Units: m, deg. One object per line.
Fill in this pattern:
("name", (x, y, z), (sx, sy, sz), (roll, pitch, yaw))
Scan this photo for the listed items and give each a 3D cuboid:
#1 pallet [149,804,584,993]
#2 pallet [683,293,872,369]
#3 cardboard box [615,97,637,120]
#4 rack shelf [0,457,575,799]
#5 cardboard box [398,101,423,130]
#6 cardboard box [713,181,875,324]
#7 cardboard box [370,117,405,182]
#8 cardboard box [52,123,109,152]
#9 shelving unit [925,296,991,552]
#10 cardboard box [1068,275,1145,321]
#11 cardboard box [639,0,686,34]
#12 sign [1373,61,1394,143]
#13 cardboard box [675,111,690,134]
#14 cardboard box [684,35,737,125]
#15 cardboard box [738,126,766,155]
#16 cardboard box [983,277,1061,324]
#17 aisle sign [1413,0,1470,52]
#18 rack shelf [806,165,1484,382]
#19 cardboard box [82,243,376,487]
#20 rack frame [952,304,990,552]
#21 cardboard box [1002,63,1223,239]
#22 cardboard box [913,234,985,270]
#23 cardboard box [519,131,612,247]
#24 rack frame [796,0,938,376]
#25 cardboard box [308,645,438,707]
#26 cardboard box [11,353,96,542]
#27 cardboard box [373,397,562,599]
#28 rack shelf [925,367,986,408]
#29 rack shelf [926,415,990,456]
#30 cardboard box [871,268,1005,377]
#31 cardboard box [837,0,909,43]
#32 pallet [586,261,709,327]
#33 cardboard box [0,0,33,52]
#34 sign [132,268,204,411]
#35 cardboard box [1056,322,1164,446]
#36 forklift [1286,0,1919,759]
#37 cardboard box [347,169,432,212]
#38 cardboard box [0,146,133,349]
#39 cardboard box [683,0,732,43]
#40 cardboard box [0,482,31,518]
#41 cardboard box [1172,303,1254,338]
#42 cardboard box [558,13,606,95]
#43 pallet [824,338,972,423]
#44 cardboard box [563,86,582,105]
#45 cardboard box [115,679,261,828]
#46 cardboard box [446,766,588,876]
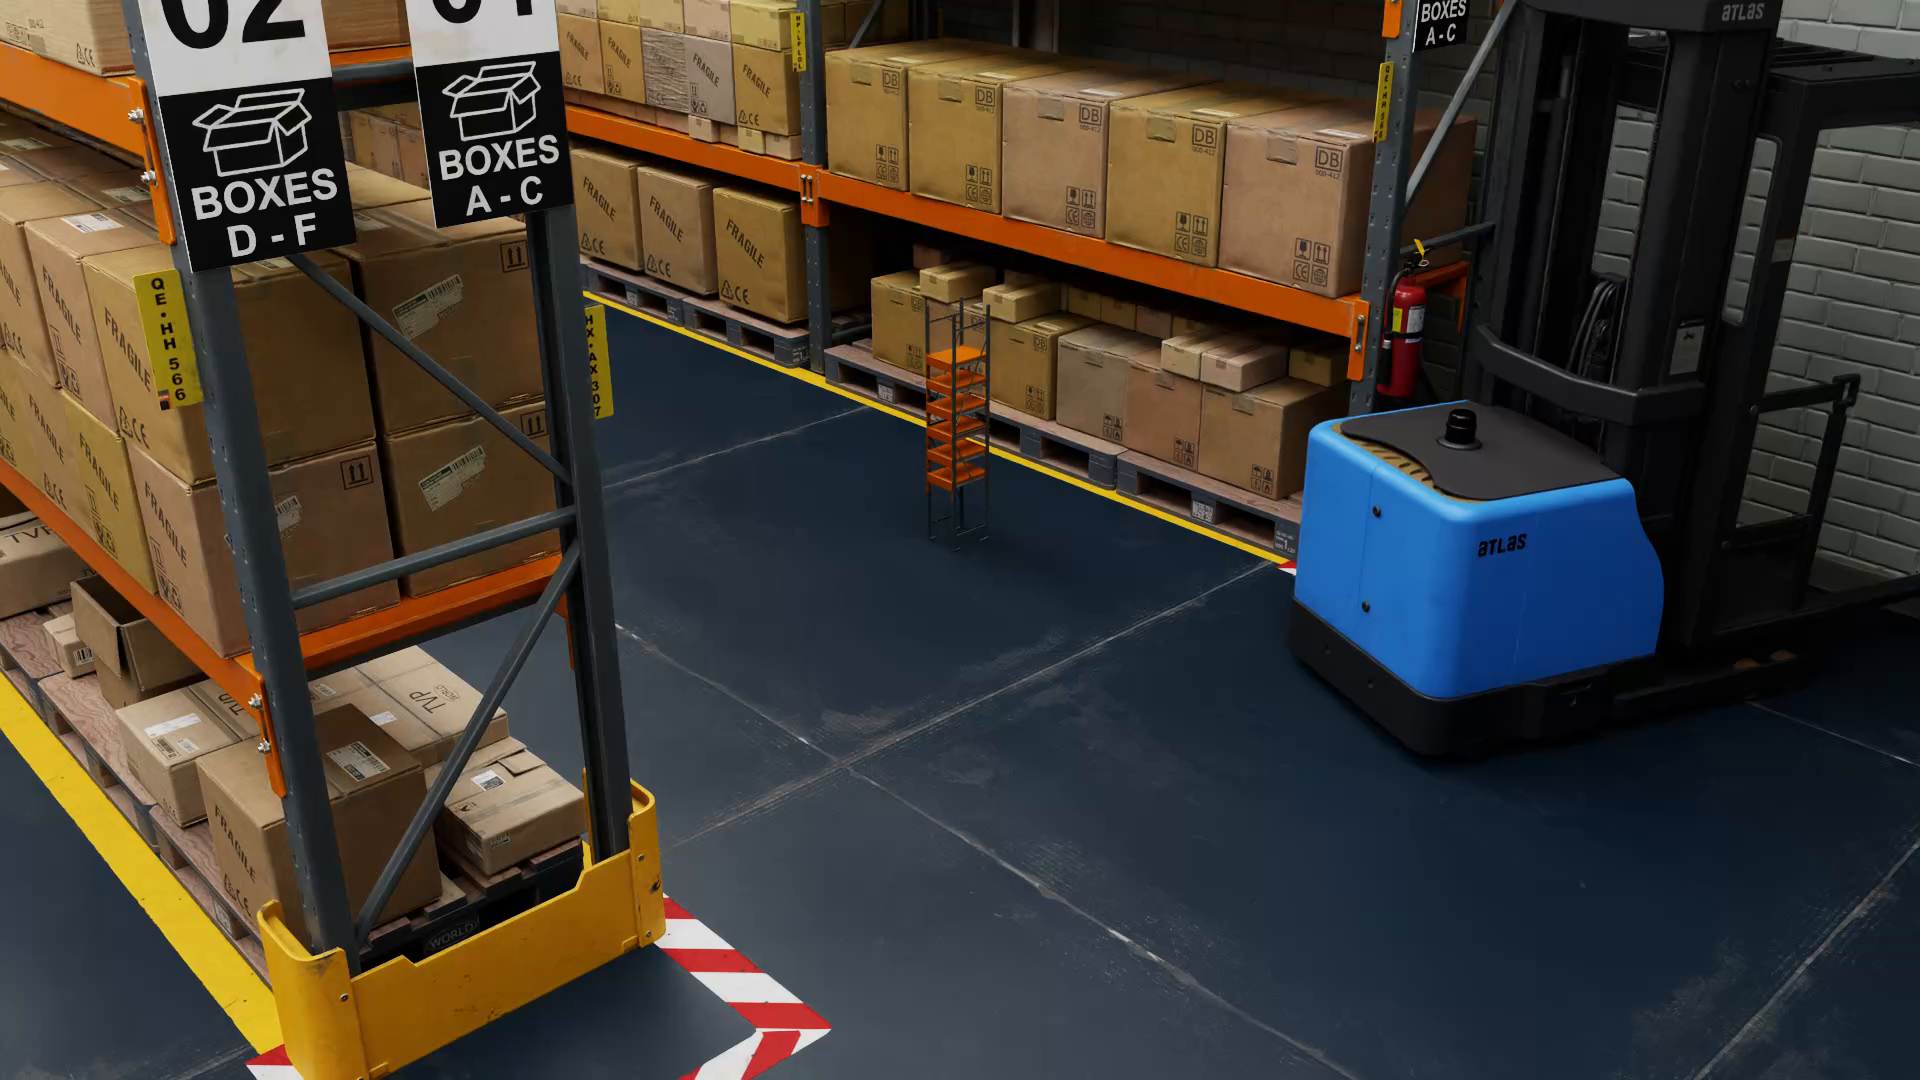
("pallet", (-2.025, 1.058, 5.678), (1.003, 0.211, 1.213), (-21, 32, -38))
("pallet", (-1.131, -1.509, 11.303), (1.003, 0.211, 1.213), (-21, 32, -38))
("cardboard box", (-2.170, -3.045, 11.589), (0.380, 0.149, 0.250), (-21, 32, -38))
("rack shelf", (-2.795, -0.226, 5.997), (1.077, 0.370, 4.000), (-21, 32, -38))
("cardboard box", (-4.511, -3.729, 14.389), (0.500, 0.250, 0.500), (-21, 32, -39))
("cardboard box", (-1.087, -1.938, 10.969), (0.750, 0.750, 0.750), (-21, 32, -38))
("cardboard box", (-4.792, -3.525, 14.845), (0.700, 0.500, 0.500), (-21, 32, -38))
("cardboard box", (-2.931, -1.272, 6.100), (0.500, 0.500, 0.500), (-21, 32, -38))
("shelving unit", (-0.010, -0.550, 8.011), (0.258, 1.200, 0.189), (-21, 32, -38))
("cardboard box", (0.825, -1.365, 9.353), (0.380, 0.149, 0.250), (-22, 32, -39))
("cardboard box", (-1.745, -3.477, 10.852), (0.500, 0.250, 0.500), (-20, 32, -37))
("sign", (1.780, -1.838, 6.985), (0.100, 0.325, 0.005), (-21, 32, -38))
("cardboard box", (-1.662, -2.799, 11.051), (0.380, 0.149, 0.250), (-21, 32, -38))
("cardboard box", (-1.404, -2.975, 10.655), (0.500, 0.500, 0.500), (-21, 32, -38))
("cardboard box", (-1.176, -2.552, 10.508), (0.380, 0.149, 0.250), (-21, 32, -38))
("cardboard box", (0.346, -1.345, 9.308), (0.380, 0.149, 0.250), (-22, 33, -40))
("aisle sign", (2.016, -2.429, 6.829), (0.394, 0.787, 0.004), (-21, 32, -38))
("rack shelf", (0.819, -1.632, 9.080), (1.077, 0.370, 4.000), (-21, 32, -38))
("cardboard box", (-1.933, -0.504, 4.416), (0.500, 0.500, 0.500), (-22, 32, -39))
("rack frame", (0.053, -0.523, 7.950), (0.240, 1.200, 0.006), (-21, 32, -38))
("cardboard box", (0.810, -2.092, 8.861), (0.700, 0.700, 0.980), (22, 32, 39))
("cardboard box", (-0.066, -1.759, 10.215), (0.380, 0.149, 0.250), (-21, 32, -39))
("cardboard box", (-2.875, -2.730, 12.705), (0.750, 0.750, 0.750), (-22, 32, -39))
("rack frame", (-0.548, -2.565, 10.259), (1.000, 3.000, 0.127), (-21, 32, -38))
("cardboard box", (-2.276, 0.556, 6.201), (0.500, 0.250, 0.500), (-21, 32, -38))
("cardboard box", (-2.627, -0.360, 5.304), (0.500, 0.500, 0.500), (-21, 32, -38))
("cardboard box", (-1.539, -0.202, 4.958), (0.500, 0.500, 0.500), (-20, 32, -37))
("rack shelf", (-0.010, -0.728, 7.929), (0.258, 0.103, 0.180), (-21, 32, -38))
("rack shelf", (-0.010, -0.510, 8.029), (0.258, 0.103, 0.180), (-21, 32, -38))
("cardboard box", (-0.112, -1.363, 10.130), (0.700, 0.500, 0.500), (-21, 32, -38))
("cardboard box", (-0.672, -3.310, 10.484), (0.500, 0.250, 0.500), (-20, 31, -37))
("pallet", (-1.969, -1.879, 12.114), (1.003, 0.211, 1.213), (-21, 32, -38))
("cardboard box", (-2.305, -1.479, 4.444), (0.500, 0.250, 0.500), (-21, 32, -38))
("sign", (-1.846, -0.466, 3.882), (0.100, 0.325, 0.005), (-21, 32, -38))
("cardboard box", (0.948, -0.895, 9.103), (0.500, 0.500, 0.700), (23, 33, 40))
("forklift", (2.960, -0.873, 6.632), (3.031, 2.935, 1.130), (-9, 26, -20))
("cardboard box", (-1.901, -0.813, 5.092), (0.500, 0.500, 0.500), (-21, 32, -38))
("cardboard box", (-2.987, -0.968, 5.433), (0.500, 0.500, 0.500), (-20, 31, -37))
("cardboard box", (-1.397, -3.323, 10.513), (0.500, 0.250, 0.500), (-20, 31, -37))
("cardboard box", (-4.708, -0.290, 7.753), (0.500, 0.500, 0.500), (-21, 32, -39))
("cardboard box", (1.348, -1.134, 8.846), (0.380, 0.149, 0.250), (-21, 32, -38))
("cardboard box", (-2.447, -3.435, 11.663), (0.500, 0.500, 0.500), (-21, 32, -39))
("pallet", (-0.086, -1.044, 10.284), (1.003, 0.211, 1.213), (-21, 32, -38))
("cardboard box", (-2.679, -3.282, 12.109), (0.380, 0.149, 0.250), (-22, 32, -39))
("cardboard box", (-2.607, 0.713, 5.857), (0.500, 0.250, 0.500), (-21, 32, -38))
("cardboard box", (-1.463, 0.926, 5.512), (0.380, 0.149, 0.250), (-21, 32, -38))
